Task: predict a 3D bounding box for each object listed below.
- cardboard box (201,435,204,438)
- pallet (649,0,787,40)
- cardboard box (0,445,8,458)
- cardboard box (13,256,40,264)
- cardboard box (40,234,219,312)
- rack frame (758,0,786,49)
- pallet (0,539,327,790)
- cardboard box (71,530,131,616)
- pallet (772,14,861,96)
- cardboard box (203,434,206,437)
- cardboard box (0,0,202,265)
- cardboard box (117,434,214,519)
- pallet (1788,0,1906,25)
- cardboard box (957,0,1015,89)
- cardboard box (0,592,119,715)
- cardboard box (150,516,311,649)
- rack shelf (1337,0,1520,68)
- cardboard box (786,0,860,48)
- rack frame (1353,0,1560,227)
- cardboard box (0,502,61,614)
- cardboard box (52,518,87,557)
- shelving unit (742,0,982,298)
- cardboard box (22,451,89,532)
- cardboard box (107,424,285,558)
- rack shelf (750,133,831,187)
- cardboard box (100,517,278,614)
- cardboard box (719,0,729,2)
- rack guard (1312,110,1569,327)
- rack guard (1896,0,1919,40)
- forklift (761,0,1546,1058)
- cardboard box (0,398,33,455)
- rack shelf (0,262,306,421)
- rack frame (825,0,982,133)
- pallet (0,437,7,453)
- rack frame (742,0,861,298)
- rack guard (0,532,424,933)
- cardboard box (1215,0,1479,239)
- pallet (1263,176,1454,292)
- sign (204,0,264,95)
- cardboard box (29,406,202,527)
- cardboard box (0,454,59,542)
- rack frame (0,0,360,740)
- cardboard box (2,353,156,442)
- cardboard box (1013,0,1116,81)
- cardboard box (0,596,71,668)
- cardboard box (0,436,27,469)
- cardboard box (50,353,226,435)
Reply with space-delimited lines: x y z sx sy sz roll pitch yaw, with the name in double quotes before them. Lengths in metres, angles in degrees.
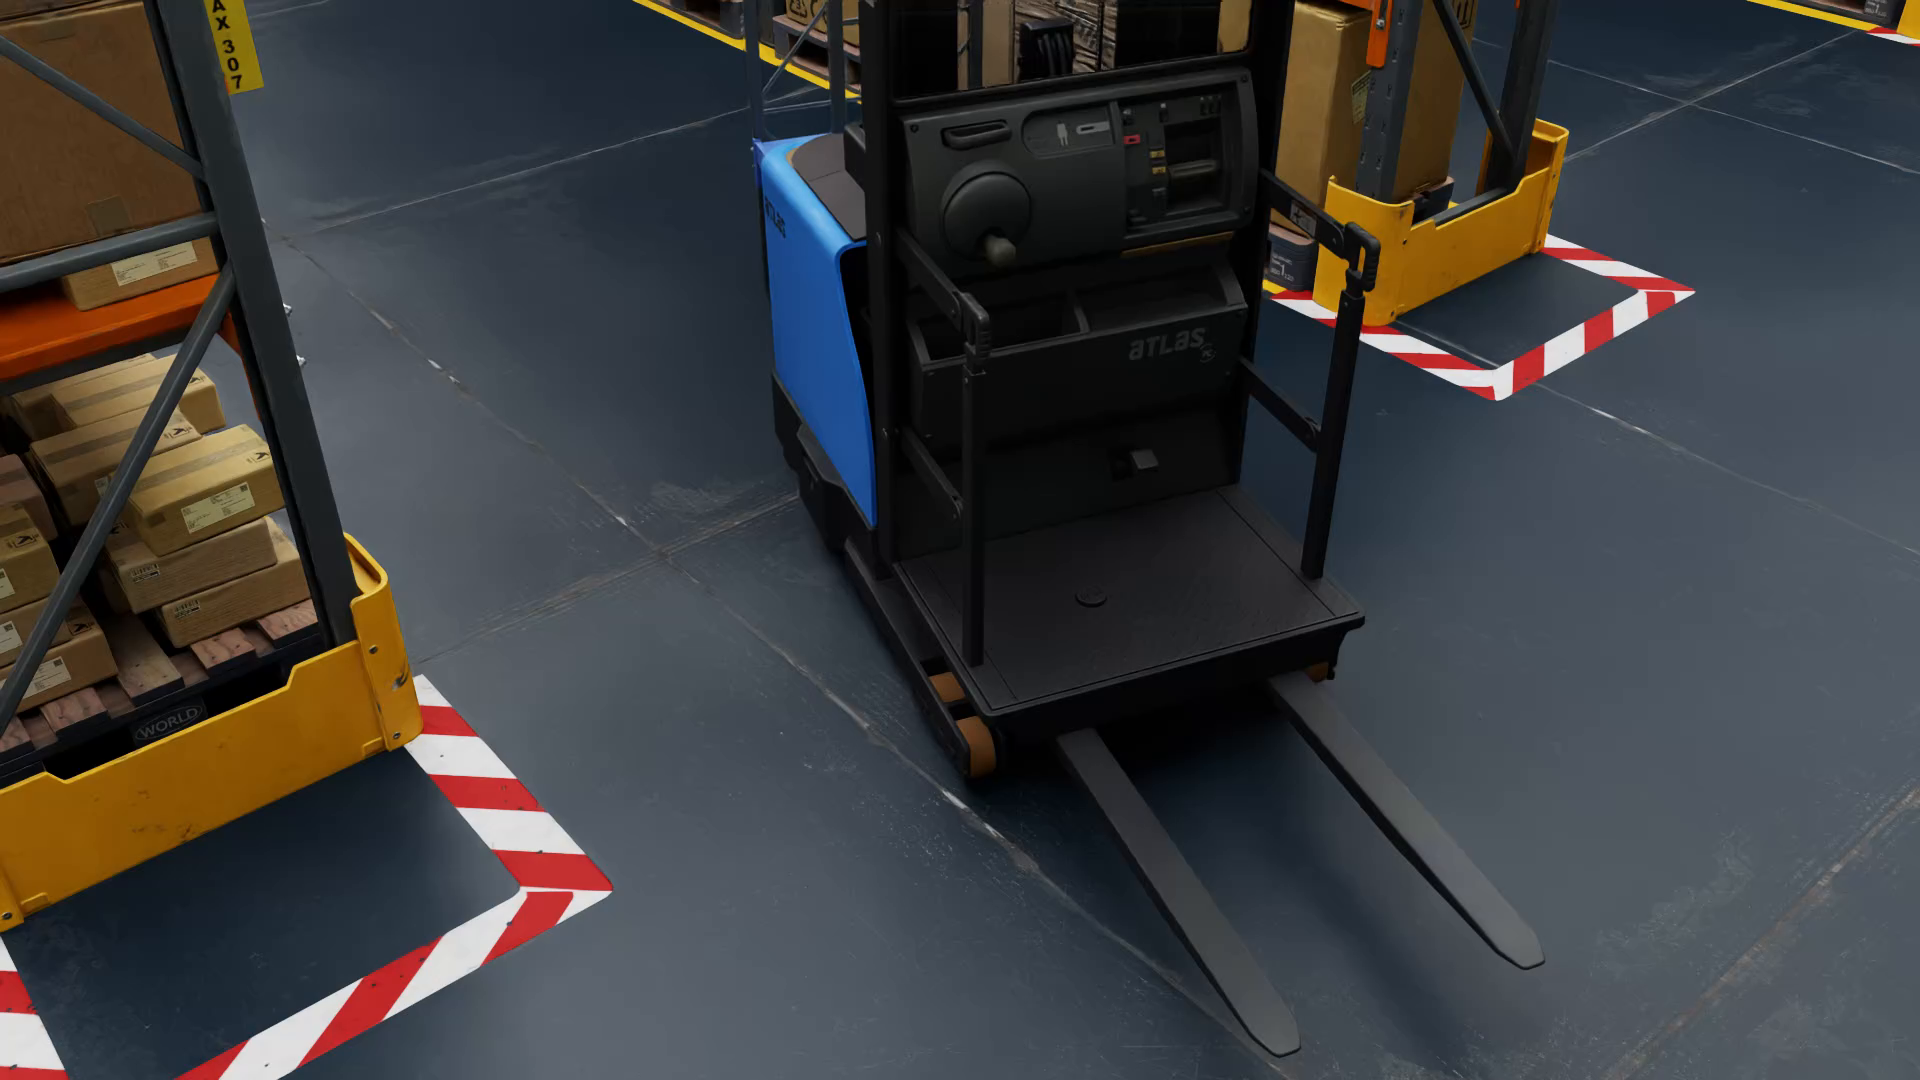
"cardboard box" -2.525 -0.355 5.003 0.380 0.149 0.250 -25 42 -30
"pallet" -1.224 -3.274 9.691 1.003 0.211 1.213 -26 43 -32
"cardboard box" -2.931 -0.170 4.741 0.380 0.149 0.250 -27 43 -32
"cardboard box" -2.096 -0.788 3.985 0.380 0.149 0.250 -24 42 -30
"cardboard box" -1.900 -0.691 3.848 0.380 0.149 0.250 -26 43 -32
"rack frame" -0.668 -4.100 8.443 1.000 3.000 0.127 -26 43 -32
"pallet" -2.487 0.204 4.779 1.003 0.211 1.213 -26 43 -32
"cardboard box" -2.266 0.028 4.718 0.380 0.149 0.250 -26 43 -32
"pallet" -0.237 -2.597 8.734 1.003 0.211 1.213 -26 43 -32
"cardboard box" -2.513 -0.233 5.087 0.380 0.149 0.250 -25 43 -31
"cardboard box" -2.020 -0.992 3.711 0.500 0.500 0.500 -24 42 -30
"cardboard box" -2.217 -0.127 4.679 0.380 0.149 0.250 -26 43 -32
"pallet" 5.194 -3.422 9.899 1.003 0.211 1.213 -26 43 -32
"cardboard box" 0.277 -2.685 7.921 0.875 0.875 0.875 -26 43 -32
"cardboard box" -2.440 0.309 4.322 0.380 0.149 0.250 -25 42 -31
"cardboard box" -2.035 0.113 4.598 0.380 0.149 0.250 -25 42 -31
"rack shelf" 0.622 -2.923 7.404 1.077 0.370 4.000 -26 43 -32
"cardboard box" -0.303 -3.083 8.482 0.875 0.875 0.875 -26 43 -32
"rack frame" 1.913 -2.334 5.950 1.000 3.000 0.127 -26 43 -32
"cardboard box" -2.476 0.082 4.128 0.380 0.149 0.250 -25 43 -31
"cardboard box" -2.432 -0.079 4.870 0.380 0.149 0.250 -26 43 -31
"shelving unit" -0.355 -1.362 5.875 0.538 1.500 1.048 -13 37 -17
"cardboard box" -2.442 -0.202 4.785 0.380 0.149 0.250 -25 43 -31
"cardboard box" -2.020 -0.137 4.437 0.380 0.149 0.250 -28 44 -34
"rack shelf" -0.355 -1.215 5.979 0.538 0.185 1.000 -13 37 -17
"cardboard box" -2.083 0.015 4.479 0.380 0.149 0.250 -24 42 -30
"cardboard box" -1.096 -3.679 9.324 1.225 0.875 0.875 -26 43 -32
"rack guard" 1.929 -1.303 6.657 1.175 0.500 0.348 -26 43 -32
"rack guard" 5.722 -3.155 9.272 1.175 0.500 0.348 -26 43 -32
"forklift" 0.392 -0.847 3.909 1.130 2.935 3.031 -13 37 -18
"cardboard box" -2.769 -0.437 5.118 0.380 0.149 0.250 -28 44 -34
"rack shelf" -3.232 -1.118 4.855 1.077 0.370 4.000 -26 43 -32
"rack frame" -0.168 -1.089 5.490 0.500 1.500 0.032 -13 37 -17
"pallet" -3.270 -0.334 5.539 1.003 0.211 1.213 -26 43 -32
"rack frame" -0.542 -1.635 6.261 0.500 1.500 0.032 -13 37 -17
"rack guard" -1.990 0.458 4.170 1.175 0.500 0.348 -26 43 -32
"cardboard box" 1.439 -1.891 6.799 0.875 0.875 0.875 -26 43 -32
"pallet" 1.337 -1.519 7.213 1.003 0.211 1.213 -26 43 -32
"sign" -1.527 -1.084 3.436 0.100 0.325 0.005 -26 43 -32
"cardboard box" -2.289 -0.214 4.545 0.380 0.149 0.250 -25 42 -31
"cardboard box" -2.595 -0.051 4.315 0.380 0.149 0.250 -25 42 -31
"rack frame" -1.941 -0.528 3.401 1.000 3.000 0.127 -26 43 -32
"cardboard box" -2.577 -0.452 4.881 0.380 0.149 0.250 -28 44 -34
"cardboard box" 0.852 -2.292 7.367 0.875 0.875 0.875 -26 43 -32
"cardboard box" -2.500 0.216 4.196 0.380 0.149 0.250 -27 44 -33
"cardboard box" -2.750 -0.310 5.196 0.380 0.149 0.250 -26 43 -32
"cardboard box" -2.354 -0.373 4.770 0.380 0.149 0.250 -26 43 -32
